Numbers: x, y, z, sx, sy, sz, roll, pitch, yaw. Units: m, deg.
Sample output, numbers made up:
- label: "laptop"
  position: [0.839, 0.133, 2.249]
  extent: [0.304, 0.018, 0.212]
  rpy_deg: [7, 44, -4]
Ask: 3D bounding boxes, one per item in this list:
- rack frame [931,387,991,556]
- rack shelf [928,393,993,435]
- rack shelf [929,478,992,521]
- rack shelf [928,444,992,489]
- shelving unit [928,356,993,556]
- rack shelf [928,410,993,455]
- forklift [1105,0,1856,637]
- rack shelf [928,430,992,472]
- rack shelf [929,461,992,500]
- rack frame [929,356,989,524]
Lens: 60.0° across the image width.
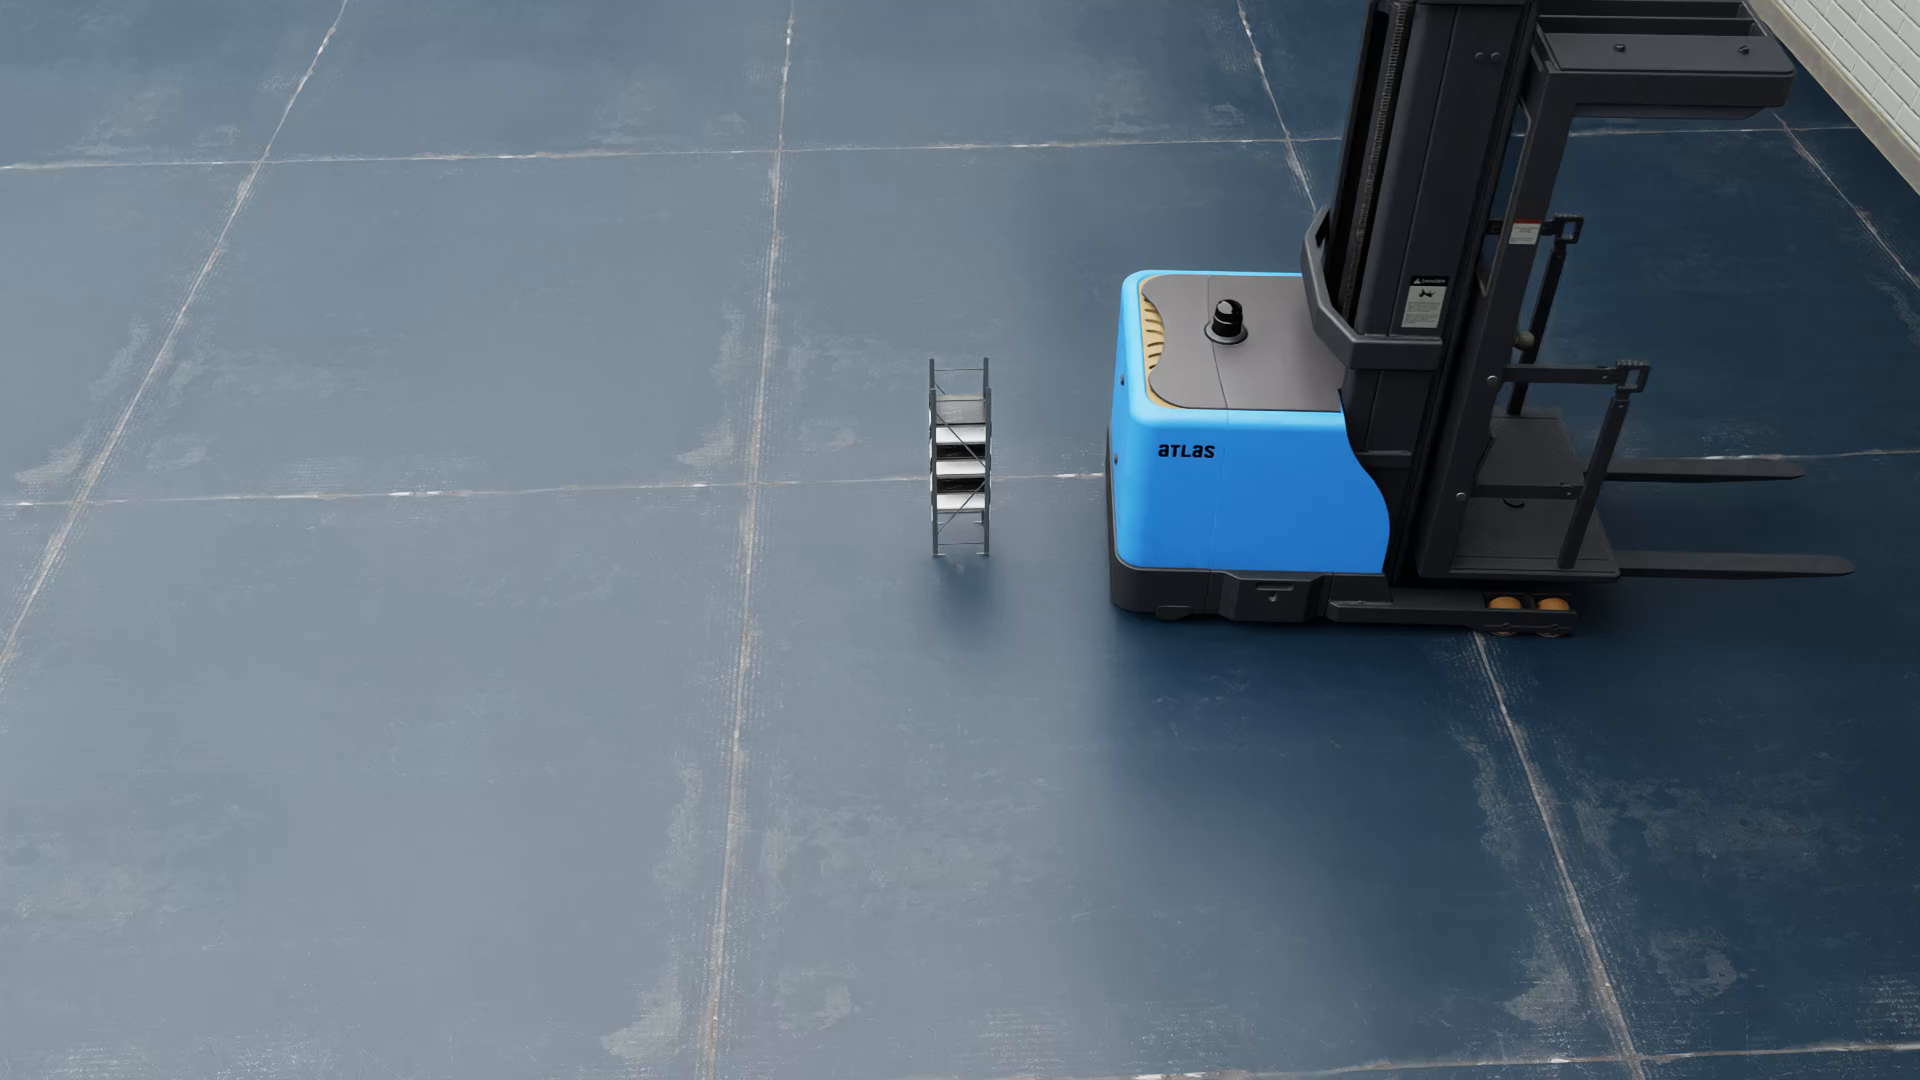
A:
- label: "rack frame"
  position: [0.004, -0.269, 6.877]
  extent: [0.240, 0.900, 0.006]
  rpy_deg: [-2, 43, -2]
- label: "rack shelf"
  position: [0.000, -0.512, 6.792]
  extent: [0.258, 0.077, 0.200]
  rpy_deg: [-2, 43, -2]
- label: "rack shelf"
  position: [0.000, -0.180, 7.096]
  extent: [0.258, 0.077, 0.200]
  rpy_deg: [-2, 43, -2]
- label: "rack shelf"
  position: [0.000, -0.313, 6.974]
  extent: [0.258, 0.077, 0.200]
  rpy_deg: [-2, 43, -2]
- label: "shelving unit"
  position: [0.000, -0.337, 6.952]
  extent: [0.258, 0.900, 0.210]
  rpy_deg: [-2, 43, -2]
- label: "rack shelf"
  position: [0.000, -0.445, 6.853]
  extent: [0.258, 0.077, 0.200]
  rpy_deg: [-2, 43, -2]
- label: "forklift"
  position: [2.155, -1.051, 6.228]
  extent: [3.031, 2.935, 1.130]
  rpy_deg: [1, 43, 2]
- label: "rack shelf"
  position: [0.000, -0.379, 6.914]
  extent: [0.258, 0.077, 0.200]
  rpy_deg: [-2, 43, -2]
- label: "rack shelf"
  position: [0.000, -0.246, 7.035]
  extent: [0.258, 0.077, 0.200]
  rpy_deg: [-2, 43, -2]
- label: "rack frame"
  position: [-0.005, -0.406, 7.027]
  extent: [0.240, 0.900, 0.006]
  rpy_deg: [-2, 43, -2]
